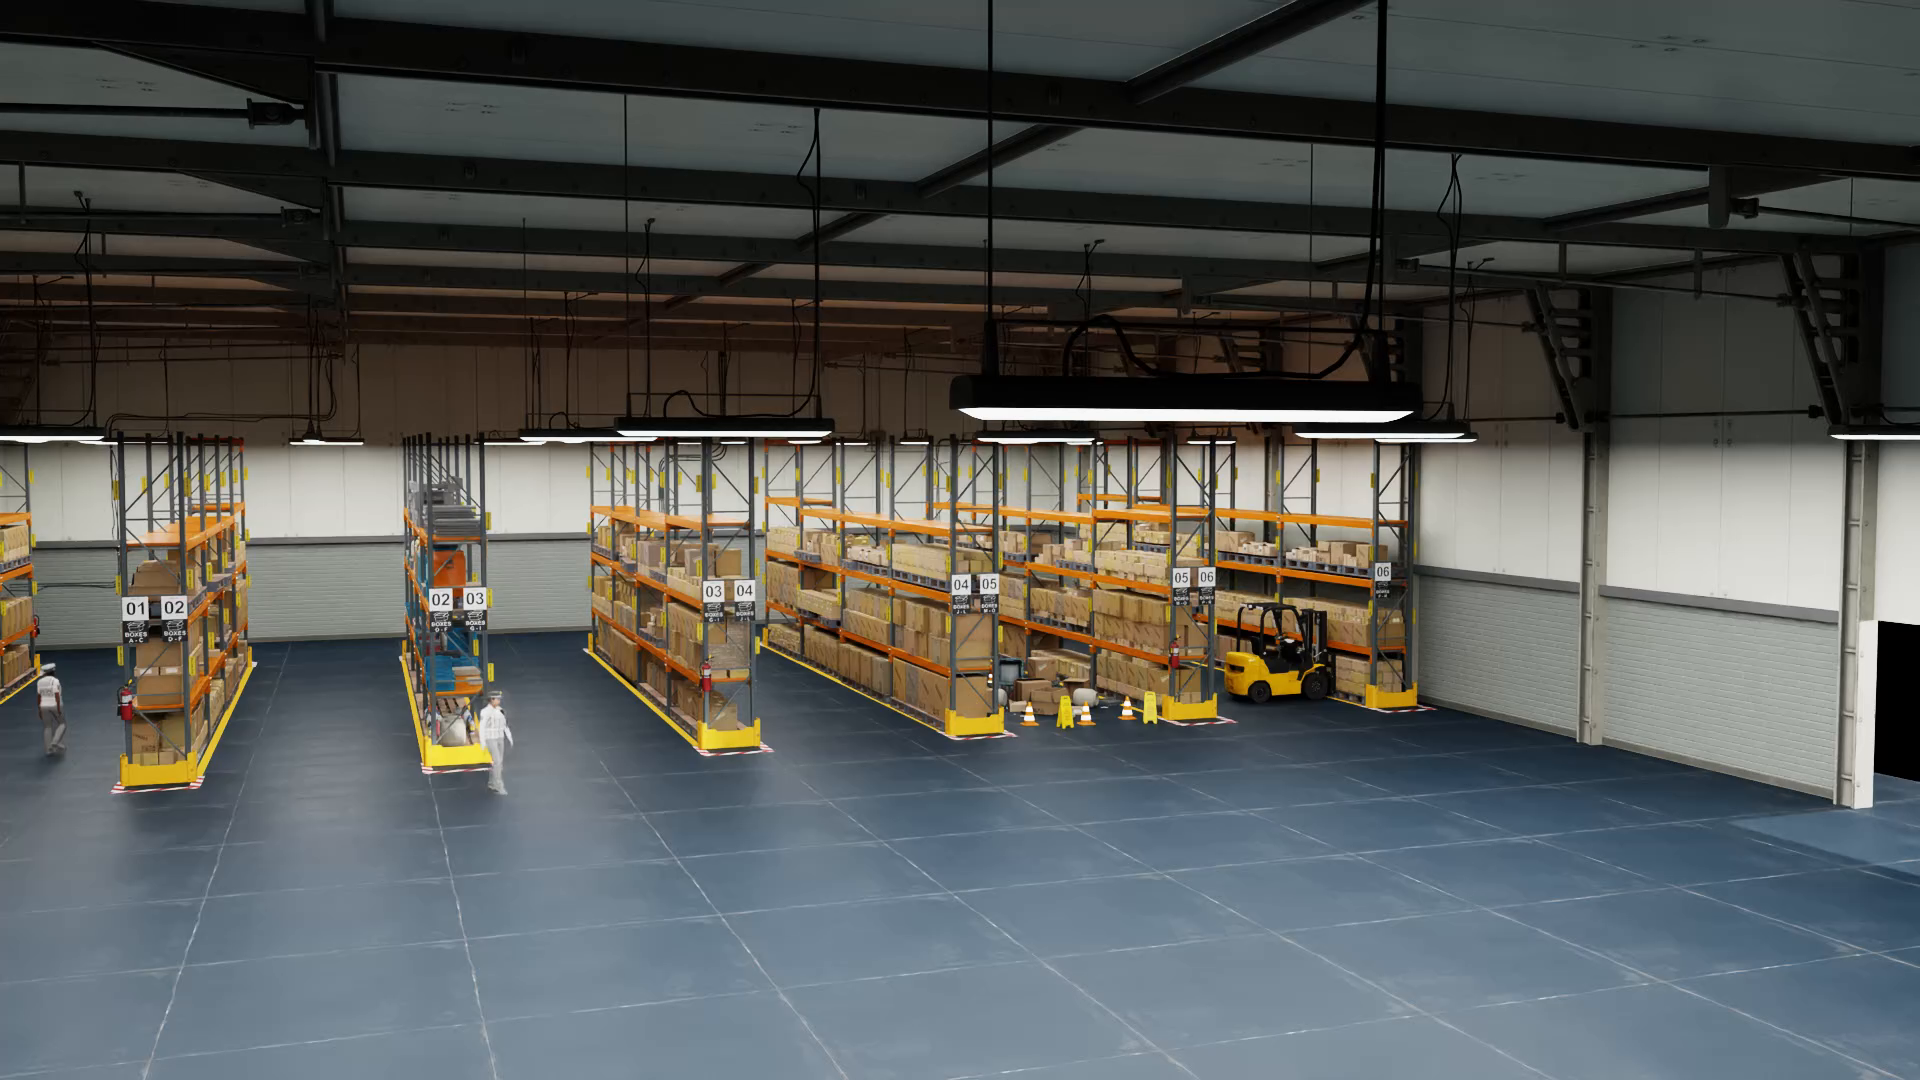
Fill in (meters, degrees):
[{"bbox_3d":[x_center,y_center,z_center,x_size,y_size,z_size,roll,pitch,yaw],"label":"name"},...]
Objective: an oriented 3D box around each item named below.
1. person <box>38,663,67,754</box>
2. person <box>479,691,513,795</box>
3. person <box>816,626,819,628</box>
[{"bbox_3d":[-17.012,3.154,31.136,0.507,1.670,0.481,-1,3,-10],"label":"person"},{"bbox_3d":[-7.677,3.373,27.703,0.618,1.697,0.511,2,4,29],"label":"person"},{"bbox_3d":[-4.231,2.082,51.556,0.904,1.562,0.449,-3,4,-41],"label":"person"}]
